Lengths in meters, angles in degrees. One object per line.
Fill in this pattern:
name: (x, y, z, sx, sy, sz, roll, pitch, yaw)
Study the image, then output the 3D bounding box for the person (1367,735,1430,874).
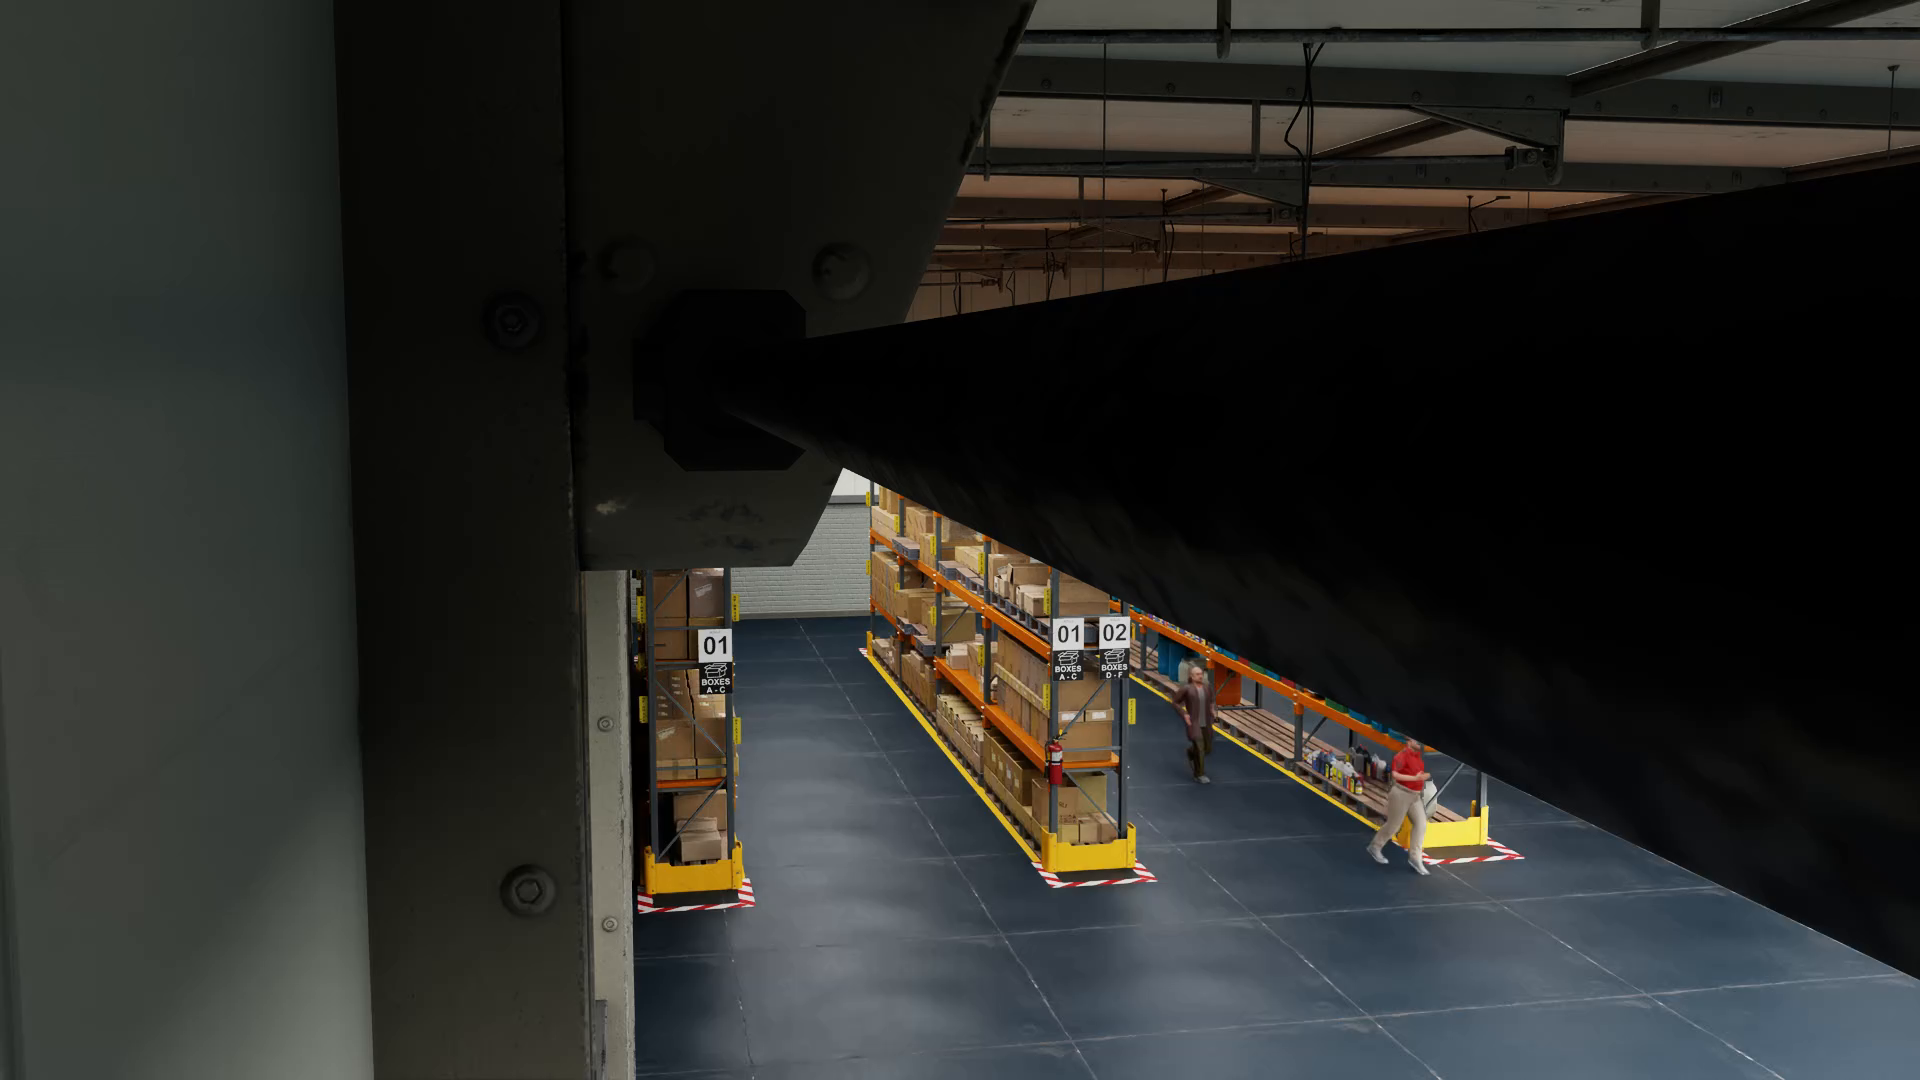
person: (5.627, 3.293, 21.028, 0.662, 1.789, 0.797, -5, 8, -42)

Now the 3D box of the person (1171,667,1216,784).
person: (3.608, 2.815, 25.451, 0.715, 1.726, 0.826, -2, 6, -22)
